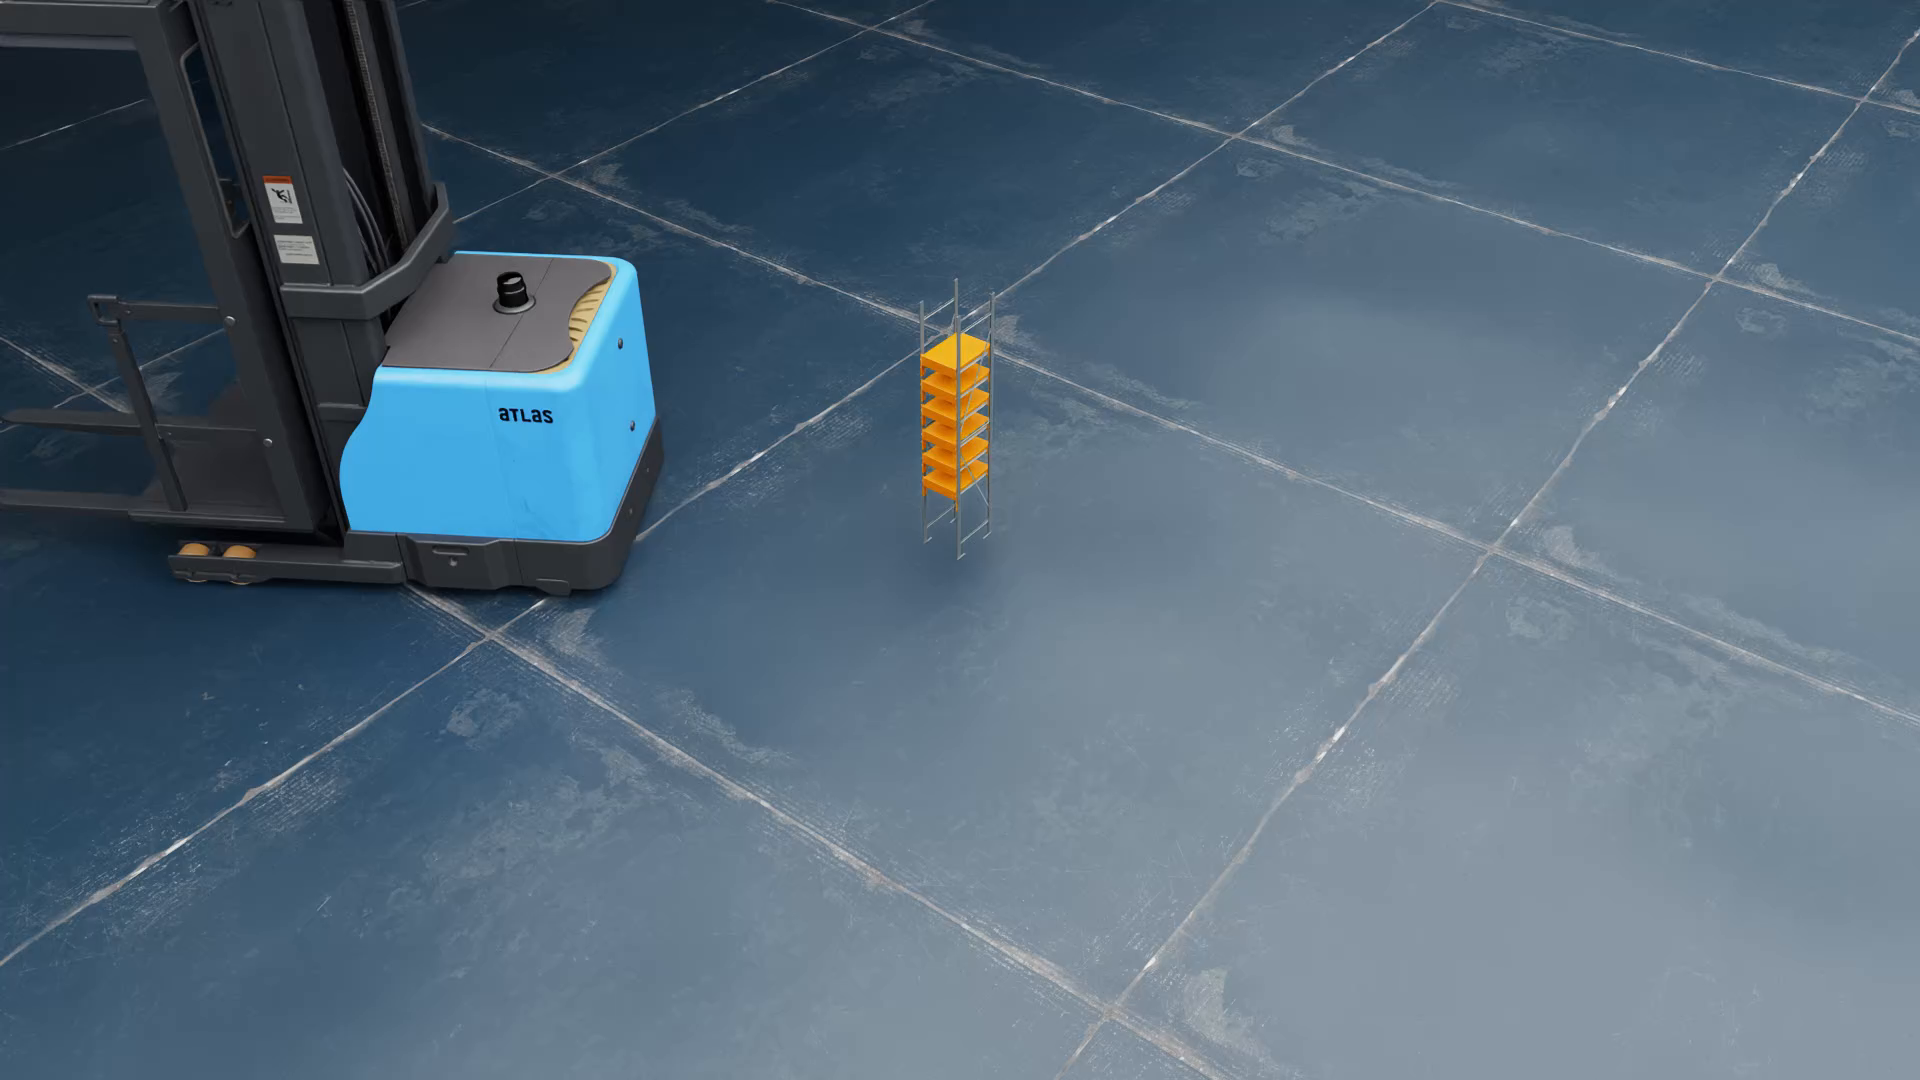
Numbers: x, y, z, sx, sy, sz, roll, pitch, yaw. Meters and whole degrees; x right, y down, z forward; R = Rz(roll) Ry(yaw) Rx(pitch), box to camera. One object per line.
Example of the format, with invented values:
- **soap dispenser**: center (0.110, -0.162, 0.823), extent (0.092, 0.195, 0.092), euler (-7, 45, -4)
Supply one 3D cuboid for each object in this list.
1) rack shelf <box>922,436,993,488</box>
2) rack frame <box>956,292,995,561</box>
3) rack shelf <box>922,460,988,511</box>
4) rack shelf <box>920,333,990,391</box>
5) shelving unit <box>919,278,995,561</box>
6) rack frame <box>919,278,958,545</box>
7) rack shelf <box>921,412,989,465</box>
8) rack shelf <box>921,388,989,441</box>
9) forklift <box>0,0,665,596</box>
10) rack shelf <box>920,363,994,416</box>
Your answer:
- **rack shelf**: center (-0.011, -0.348, 6.988), extent (0.180, 0.103, 0.258), euler (25, 45, 29)
- **rack frame**: center (0.061, -0.444, 6.843), extent (0.006, 1.200, 0.240), euler (25, 45, 29)
- **rack shelf**: center (-0.011, -0.254, 7.062), extent (0.180, 0.103, 0.258), euler (25, 45, 29)
- **rack shelf**: center (-0.011, -0.726, 6.692), extent (0.180, 0.103, 0.258), euler (25, 45, 29)
- **shelving unit**: center (-0.011, -0.478, 6.887), extent (0.189, 1.200, 0.258), euler (25, 45, 29)
- **rack frame**: center (-0.084, -0.512, 6.931), extent (0.006, 1.200, 0.240), euler (25, 45, 29)
- **rack shelf**: center (-0.011, -0.443, 6.914), extent (0.180, 0.103, 0.258), euler (25, 45, 29)
- **rack shelf**: center (-0.011, -0.537, 6.840), extent (0.180, 0.103, 0.258), euler (25, 45, 29)
- **forklift**: center (-2.898, -1.287, 6.516), extent (3.031, 2.935, 1.130), euler (3, 38, 4)
- **rack shelf**: center (-0.011, -0.632, 6.766), extent (0.180, 0.103, 0.258), euler (25, 45, 29)
